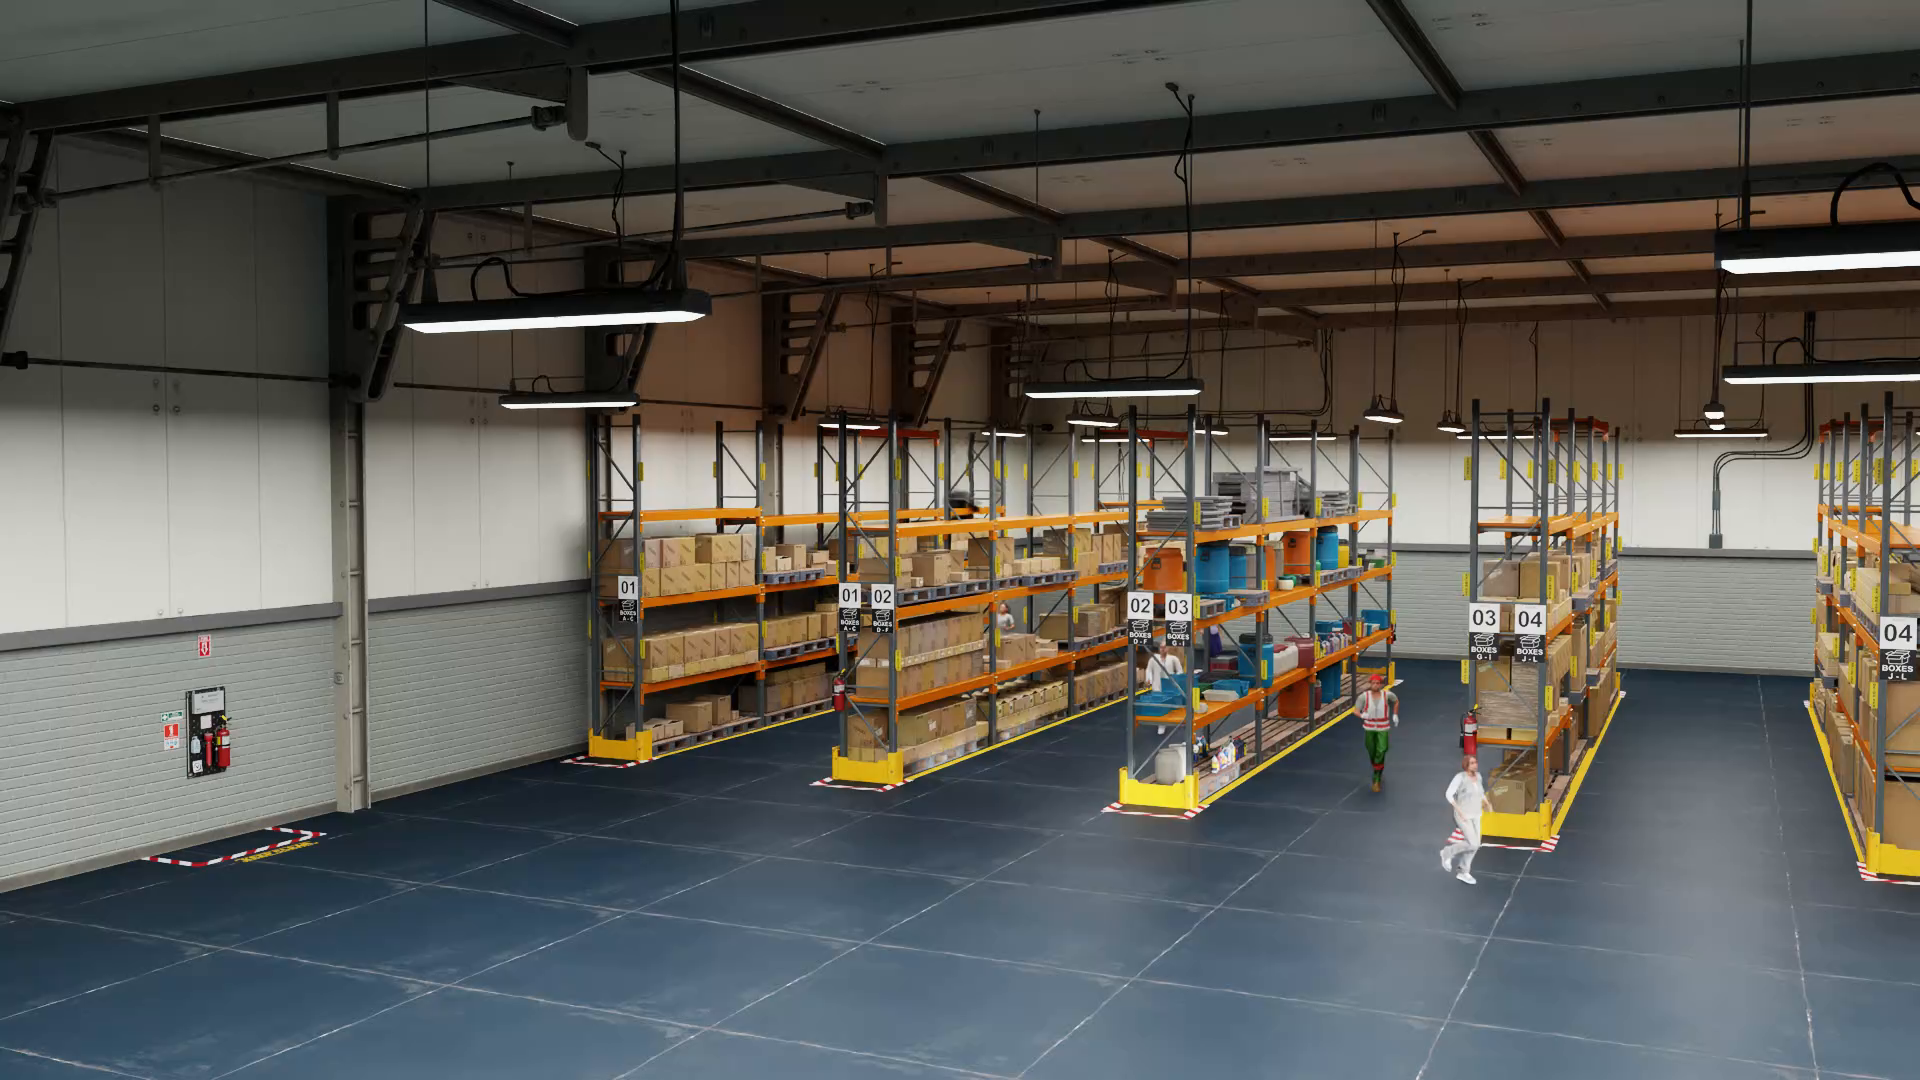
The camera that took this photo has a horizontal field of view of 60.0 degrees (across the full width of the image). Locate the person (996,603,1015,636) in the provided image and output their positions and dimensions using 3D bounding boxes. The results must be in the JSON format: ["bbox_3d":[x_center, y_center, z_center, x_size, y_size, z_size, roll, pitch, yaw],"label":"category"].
[{"bbox_3d":[0.999,2.291,38.910,0.577,1.654,0.811,1,2,15],"label":"person"}]

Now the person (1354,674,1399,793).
[{"bbox_3d":[6.594,3.038,26.340,0.690,1.848,0.913,1,2,16],"label":"person"}]

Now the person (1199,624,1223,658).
[{"bbox_3d":[6.335,2.490,41.765,0.654,1.601,0.509,-2,3,-33],"label":"person"}]

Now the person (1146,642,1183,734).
[{"bbox_3d":[3.932,2.836,32.027,0.724,1.752,0.653,1,2,18],"label":"person"}]

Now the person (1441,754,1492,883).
[{"bbox_3d":[6.208,3.393,20.327,0.529,1.572,0.575,-1,3,-30],"label":"person"}]
